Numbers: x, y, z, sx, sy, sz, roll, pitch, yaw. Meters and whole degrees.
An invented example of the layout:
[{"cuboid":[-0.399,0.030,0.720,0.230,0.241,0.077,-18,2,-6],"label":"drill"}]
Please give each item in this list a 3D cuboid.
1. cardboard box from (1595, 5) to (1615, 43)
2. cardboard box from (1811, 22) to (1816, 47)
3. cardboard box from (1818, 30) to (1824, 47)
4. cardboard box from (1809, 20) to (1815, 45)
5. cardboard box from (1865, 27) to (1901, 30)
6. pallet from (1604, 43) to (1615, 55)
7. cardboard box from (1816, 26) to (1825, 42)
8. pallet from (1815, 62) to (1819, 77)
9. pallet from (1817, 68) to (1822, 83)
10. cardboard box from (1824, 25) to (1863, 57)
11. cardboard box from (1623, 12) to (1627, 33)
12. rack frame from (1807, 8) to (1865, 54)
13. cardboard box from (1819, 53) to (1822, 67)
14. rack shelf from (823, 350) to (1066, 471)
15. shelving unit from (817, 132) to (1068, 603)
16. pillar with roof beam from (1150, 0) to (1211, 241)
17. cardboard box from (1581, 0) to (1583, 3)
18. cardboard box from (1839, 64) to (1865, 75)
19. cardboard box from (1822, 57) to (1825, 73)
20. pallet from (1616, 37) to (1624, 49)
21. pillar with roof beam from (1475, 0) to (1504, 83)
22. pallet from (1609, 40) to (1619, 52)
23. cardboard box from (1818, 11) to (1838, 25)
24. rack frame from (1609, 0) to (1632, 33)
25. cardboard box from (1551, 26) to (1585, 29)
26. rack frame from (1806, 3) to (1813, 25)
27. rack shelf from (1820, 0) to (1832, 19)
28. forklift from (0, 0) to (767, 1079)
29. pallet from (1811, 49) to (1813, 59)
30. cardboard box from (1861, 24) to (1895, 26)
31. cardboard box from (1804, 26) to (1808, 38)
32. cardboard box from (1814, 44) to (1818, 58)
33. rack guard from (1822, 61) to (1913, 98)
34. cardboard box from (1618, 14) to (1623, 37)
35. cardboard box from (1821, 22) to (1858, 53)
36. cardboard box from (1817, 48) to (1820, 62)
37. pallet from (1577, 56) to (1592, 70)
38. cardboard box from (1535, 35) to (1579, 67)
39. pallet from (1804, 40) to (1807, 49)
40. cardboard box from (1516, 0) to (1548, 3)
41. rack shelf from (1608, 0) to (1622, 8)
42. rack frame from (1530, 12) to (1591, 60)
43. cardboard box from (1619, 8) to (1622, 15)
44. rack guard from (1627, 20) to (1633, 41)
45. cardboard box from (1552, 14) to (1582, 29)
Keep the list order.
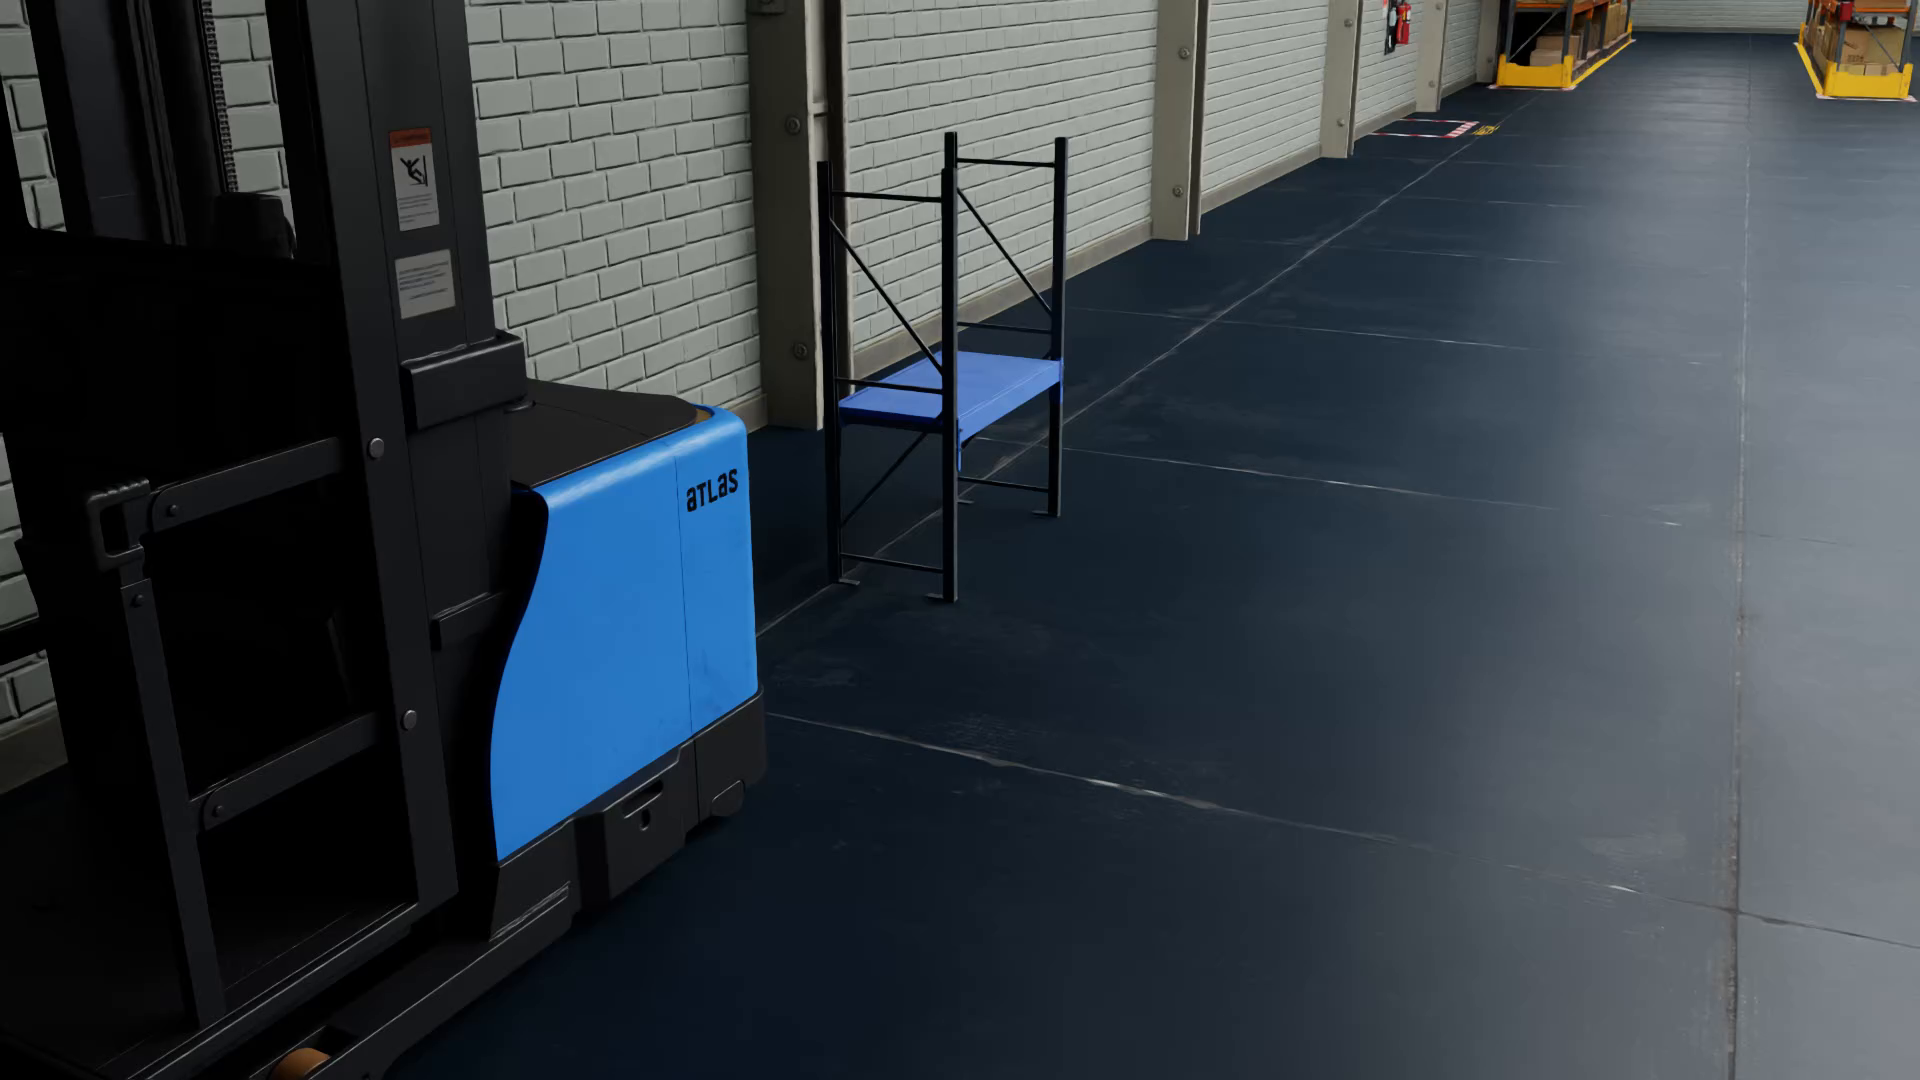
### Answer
[{"cuboid":[13.652,-11.126,35.858,0.750,0.750,0.750,8,21,22],"label":"cardboard box"},{"cuboid":[17.977,-10.456,34.466,0.500,0.500,0.500,8,21,21],"label":"cardboard box"},{"cuboid":[16.067,-9.208,30.523,0.500,0.311,0.500,8,21,23],"label":"cardboard box"},{"cuboid":[18.605,-10.926,35.790,0.500,0.500,0.500,8,21,20],"label":"cardboard box"},{"cuboid":[14.930,-8.040,26.957,0.500,0.500,0.500,9,21,23],"label":"cardboard box"},{"cuboid":[13.759,-10.756,36.397,1.003,0.211,1.213,9,21,23],"label":"pallet"},{"cuboid":[16.697,-9.674,31.833,0.500,0.311,0.500,8,21,21],"label":"cardboard box"},{"cuboid":[16.015,-8.483,30.005,1.003,0.211,1.213,9,21,23],"label":"pallet"},{"cuboid":[15.385,-8.015,28.690,1.003,0.211,1.213,9,21,23],"label":"pallet"},{"cuboid":[14.661,-8.264,27.587,0.500,0.500,0.500,9,21,23],"label":"cardboard box"},{"cuboid":[15.947,-12.705,40.821,0.700,0.500,0.500,9,21,23],"label":"cardboard box"},{"cuboid":[19.025,-12.011,35.766,1.000,3.000,0.127,9,21,23],"label":"rack frame"},{"cuboid":[15.283,-8.368,28.999,0.500,0.250,0.500,9,21,23],"label":"cardboard box"},{"cuboid":[-0.035,-0.511,6.204,0.538,0.185,1.000,9,21,23],"label":"rack shelf"},{"cuboid":[-0.035,-0.681,6.144,0.538,1.500,1.048,9,21,23],"label":"shelving unit"},{"cuboid":[5.644,-6.088,10.156,9.100,9.000,0.400,9,21,23],"label":"pillar with roof beam"},{"cuboid":[10.279,-9.227,28.130,0.500,0.250,0.500,8,21,21],"label":"cardboard box"},{"cuboid":[14.061,-7.450,26.417,0.500,0.250,0.500,9,21,23],"label":"cardboard box"},{"cuboid":[14.664,-7.910,27.711,0.500,0.250,0.500,9,21,23],"label":"cardboard box"},{"cuboid":[14.887,-11.598,38.765,1.003,0.211,1.213,9,21,23],"label":"pallet"},{"cuboid":[13.015,-11.590,25.629,9.100,9.000,0.400,9,21,23],"label":"pillar with roof beam"},{"cuboid":[14.257,-11.130,37.449,1.003,0.211,1.213,9,21,23],"label":"pallet"},{"cuboid":[17.575,-10.507,33.492,0.500,0.250,0.500,9,22,25],"label":"cardboard box"},{"cuboid":[16.142,-13.913,41.113,1.000,3.000,0.127,9,21,23],"label":"rack frame"},{"cuboid":[11.926,-9.816,32.669,0.700,0.500,0.500,9,21,23],"label":"cardboard box"},{"cuboid":[20.663,-13.234,39.205,1.000,3.000,0.127,9,21,23],"label":"rack frame"},{"cuboid":[16.568,-9.838,30.729,1.077,0.370,4.000,9,21,23],"label":"rack shelf"},{"cuboid":[-1.661,-0.339,3.048,1.130,2.935,3.031,10,22,26],"label":"forklift"},{"cuboid":[18.228,-10.069,34.467,1.003,0.211,1.213,9,21,23],"label":"pallet"},{"cuboid":[15.543,-8.498,28.246,0.500,0.500,0.500,9,21,23],"label":"cardboard box"},{"cuboid":[19.772,-11.713,38.374,0.500,0.250,0.500,9,21,23],"label":"cardboard box"},{"cuboid":[16.492,-9.258,31.500,0.500,0.250,0.500,8,21,21],"label":"cardboard box"},{"cuboid":[14.101,-7.158,25.850,1.175,0.500,0.348,9,21,23],"label":"rack guard"},{"cuboid":[15.325,-12.234,39.497,0.700,0.500,0.500,9,22,24],"label":"cardboard box"},{"cuboid":[15.274,-8.723,28.877,0.500,0.500,0.500,9,21,23],"label":"cardboard box"},{"cuboid":[15.863,-8.789,30.183,0.500,0.250,0.500,8,21,22],"label":"cardboard box"},{"cuboid":[11.546,-9.169,31.935,1.003,0.211,1.213,9,21,23],"label":"pallet"},{"cuboid":[10.535,-8.642,29.366,0.700,0.500,0.500,7,21,19],"label":"cardboard box"},{"cuboid":[19.805,-11.281,37.876,1.003,0.211,1.213,9,21,23],"label":"pallet"},{"cuboid":[9.605,-9.130,27.858,0.500,0.250,0.500,9,21,23],"label":"cardboard box"},{"cuboid":[13.685,-11.740,36.076,1.077,0.370,4.000,9,21,23],"label":"rack shelf"},{"cuboid":[11.228,-10.244,30.798,1.000,3.000,0.127,9,21,23],"label":"rack frame"},{"cuboid":[15.211,-12.310,38.741,0.380,0.149,0.250,9,22,25],"label":"cardboard box"},{"cuboid":[16.152,-12.742,41.552,1.175,0.500,0.348,9,21,23],"label":"rack guard"},{"cuboid":[11.692,-9.990,32.036,0.500,0.250,0.500,8,21,22],"label":"cardboard box"}]
